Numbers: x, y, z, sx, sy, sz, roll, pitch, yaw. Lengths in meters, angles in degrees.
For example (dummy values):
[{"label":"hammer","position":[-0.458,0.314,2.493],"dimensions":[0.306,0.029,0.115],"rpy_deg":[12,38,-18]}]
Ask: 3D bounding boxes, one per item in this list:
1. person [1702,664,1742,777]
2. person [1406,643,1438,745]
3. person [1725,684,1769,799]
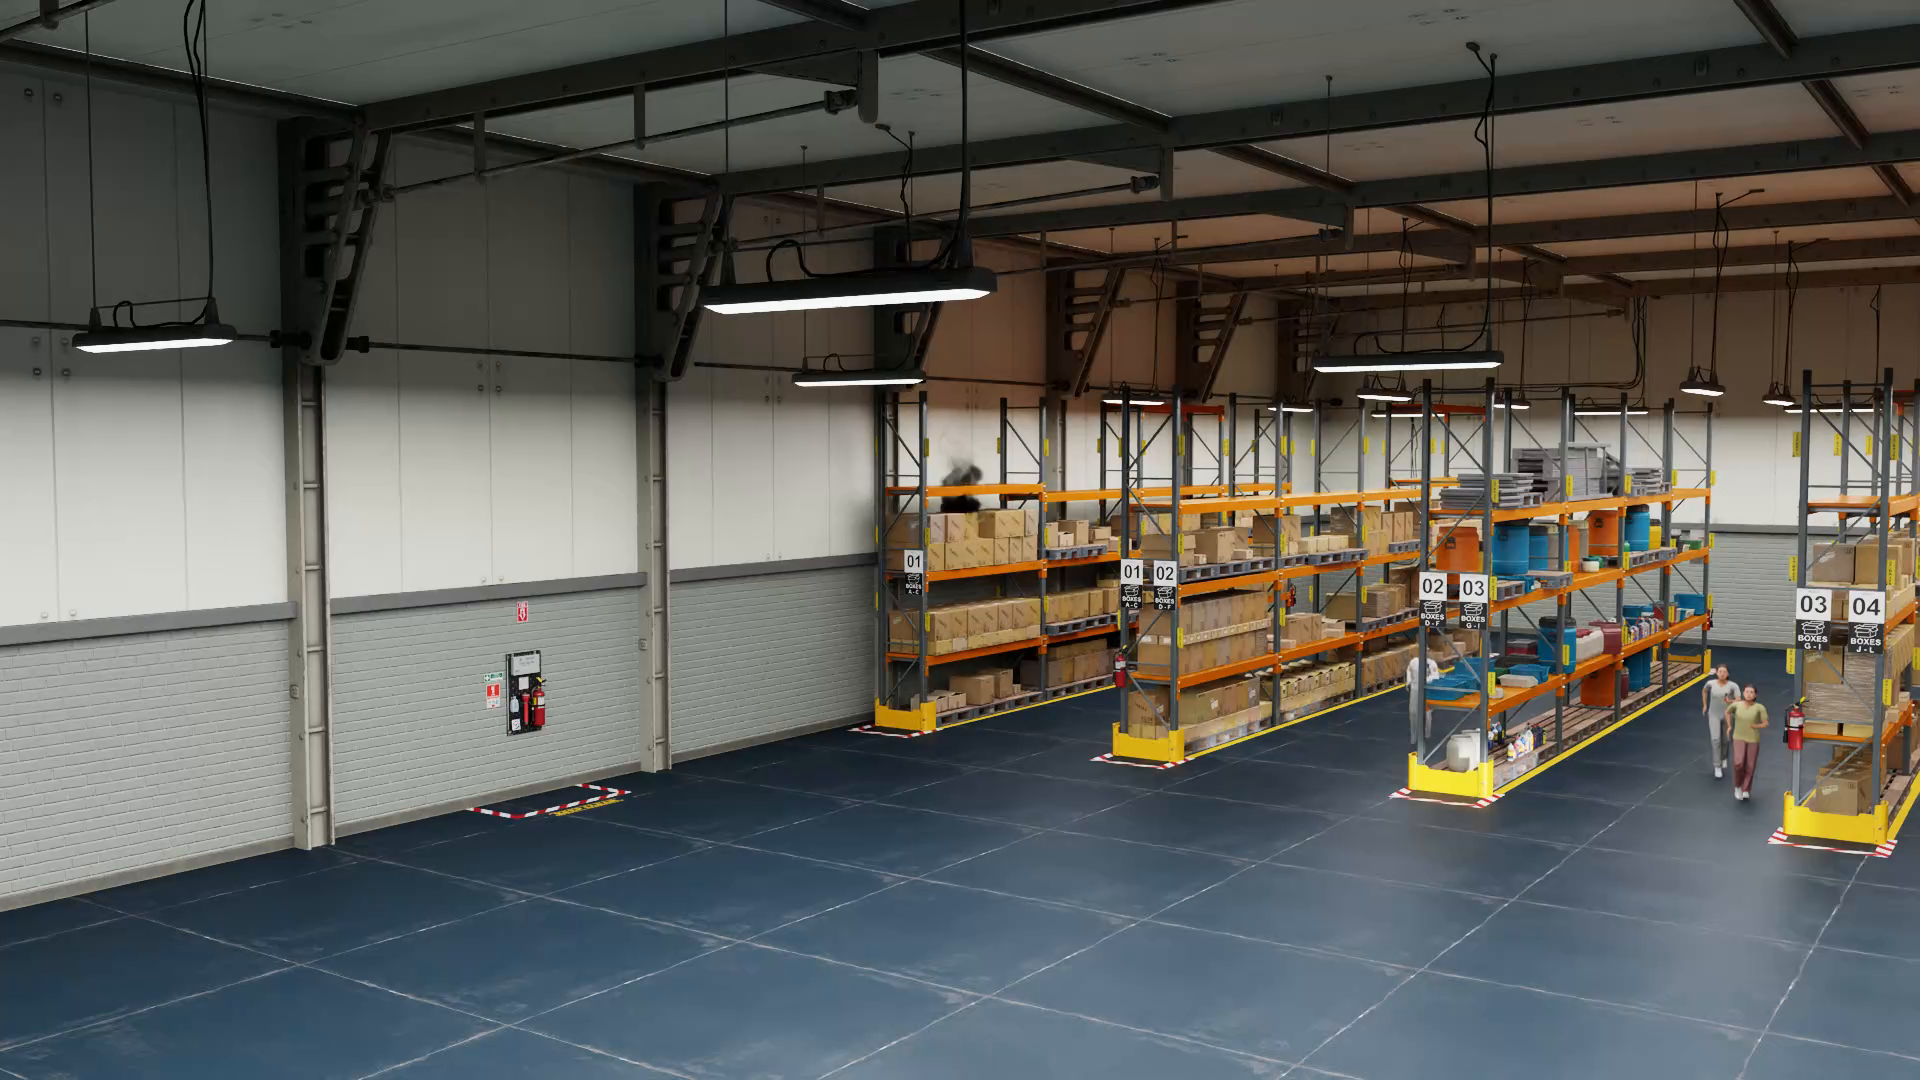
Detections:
[{"label":"person","position":[11.656,2.733,25.451],"dimensions":[0.554,1.657,0.953],"rpy_deg":[1,3,24]},{"label":"person","position":[7.824,2.595,28.199],"dimensions":[0.576,1.749,0.719],"rpy_deg":[2,4,26]},{"label":"person","position":[11.133,2.854,23.540],"dimensions":[0.565,1.639,0.599],"rpy_deg":[1,3,24]}]
